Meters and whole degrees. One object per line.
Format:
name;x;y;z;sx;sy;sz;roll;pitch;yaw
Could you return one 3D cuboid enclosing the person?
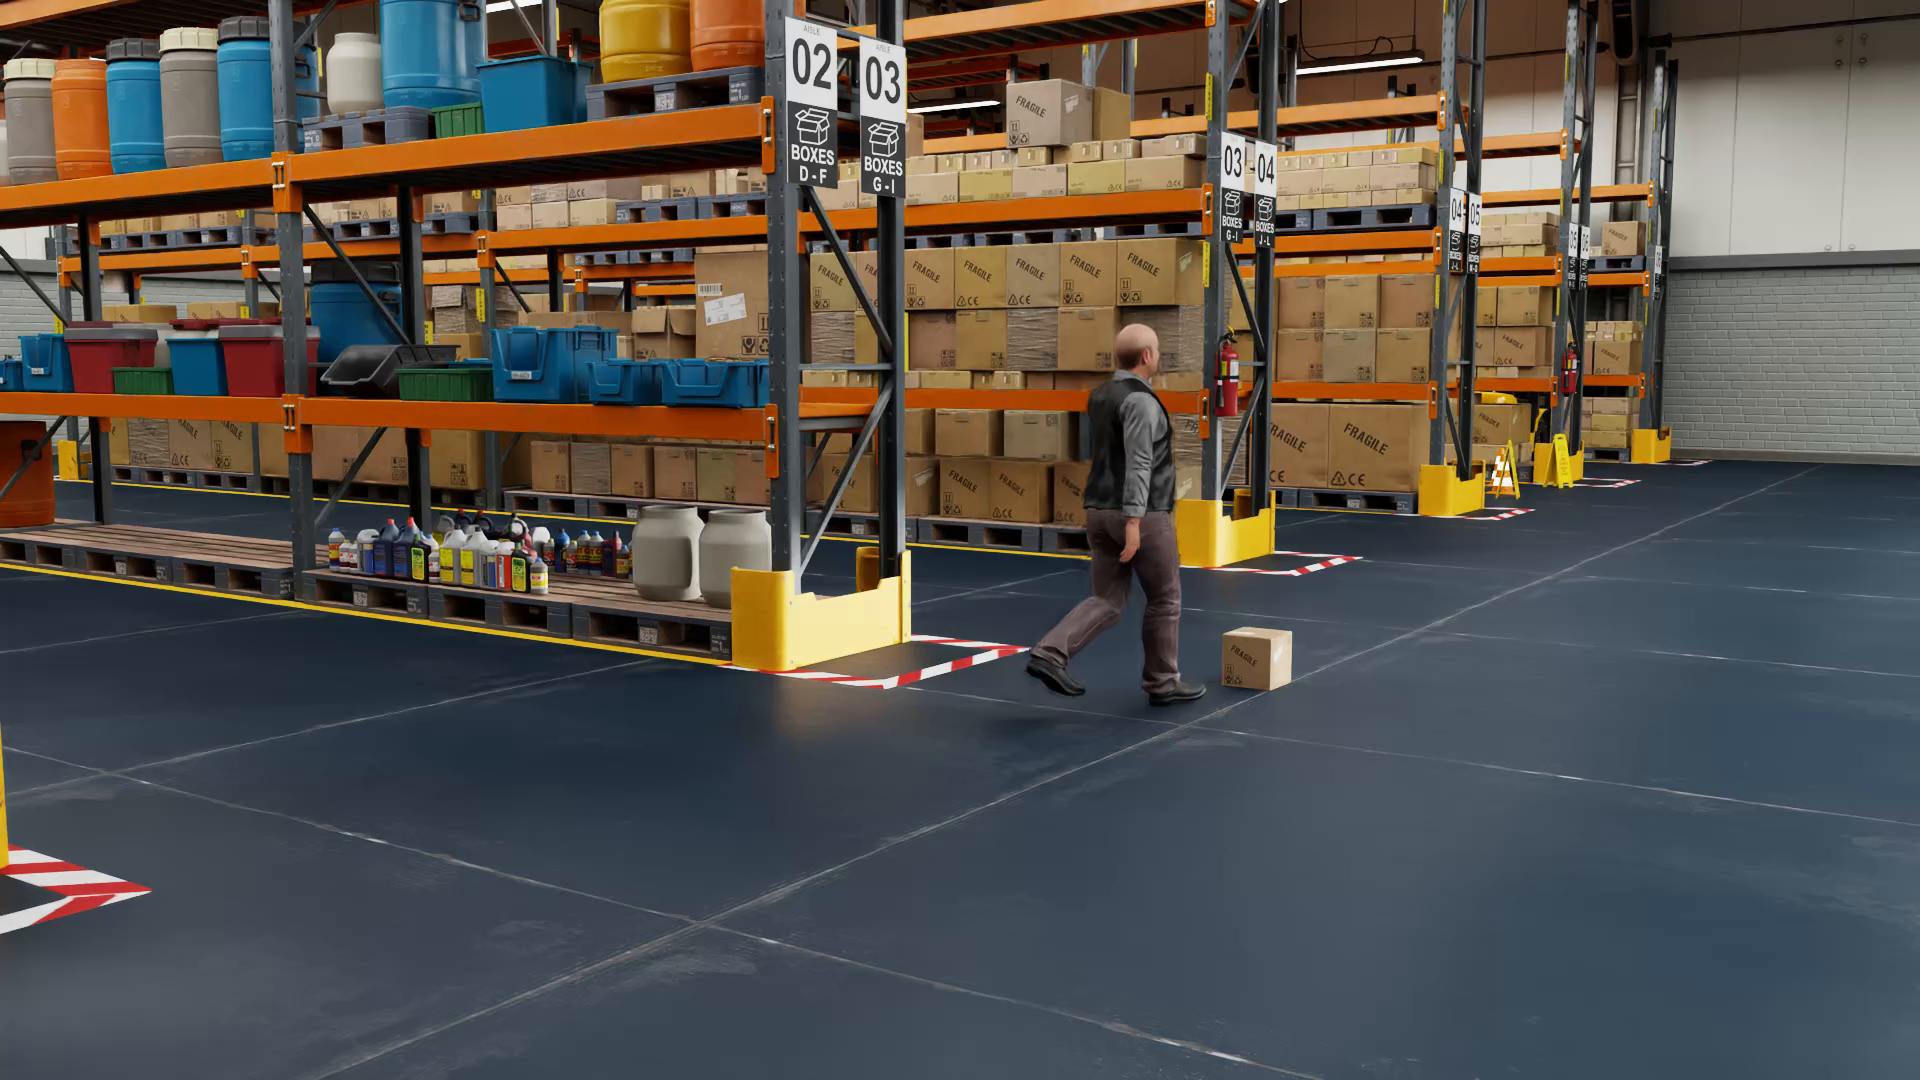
person;0.701;-0.098;7.337;0.891;1.694;0.554;-3;7;-27
